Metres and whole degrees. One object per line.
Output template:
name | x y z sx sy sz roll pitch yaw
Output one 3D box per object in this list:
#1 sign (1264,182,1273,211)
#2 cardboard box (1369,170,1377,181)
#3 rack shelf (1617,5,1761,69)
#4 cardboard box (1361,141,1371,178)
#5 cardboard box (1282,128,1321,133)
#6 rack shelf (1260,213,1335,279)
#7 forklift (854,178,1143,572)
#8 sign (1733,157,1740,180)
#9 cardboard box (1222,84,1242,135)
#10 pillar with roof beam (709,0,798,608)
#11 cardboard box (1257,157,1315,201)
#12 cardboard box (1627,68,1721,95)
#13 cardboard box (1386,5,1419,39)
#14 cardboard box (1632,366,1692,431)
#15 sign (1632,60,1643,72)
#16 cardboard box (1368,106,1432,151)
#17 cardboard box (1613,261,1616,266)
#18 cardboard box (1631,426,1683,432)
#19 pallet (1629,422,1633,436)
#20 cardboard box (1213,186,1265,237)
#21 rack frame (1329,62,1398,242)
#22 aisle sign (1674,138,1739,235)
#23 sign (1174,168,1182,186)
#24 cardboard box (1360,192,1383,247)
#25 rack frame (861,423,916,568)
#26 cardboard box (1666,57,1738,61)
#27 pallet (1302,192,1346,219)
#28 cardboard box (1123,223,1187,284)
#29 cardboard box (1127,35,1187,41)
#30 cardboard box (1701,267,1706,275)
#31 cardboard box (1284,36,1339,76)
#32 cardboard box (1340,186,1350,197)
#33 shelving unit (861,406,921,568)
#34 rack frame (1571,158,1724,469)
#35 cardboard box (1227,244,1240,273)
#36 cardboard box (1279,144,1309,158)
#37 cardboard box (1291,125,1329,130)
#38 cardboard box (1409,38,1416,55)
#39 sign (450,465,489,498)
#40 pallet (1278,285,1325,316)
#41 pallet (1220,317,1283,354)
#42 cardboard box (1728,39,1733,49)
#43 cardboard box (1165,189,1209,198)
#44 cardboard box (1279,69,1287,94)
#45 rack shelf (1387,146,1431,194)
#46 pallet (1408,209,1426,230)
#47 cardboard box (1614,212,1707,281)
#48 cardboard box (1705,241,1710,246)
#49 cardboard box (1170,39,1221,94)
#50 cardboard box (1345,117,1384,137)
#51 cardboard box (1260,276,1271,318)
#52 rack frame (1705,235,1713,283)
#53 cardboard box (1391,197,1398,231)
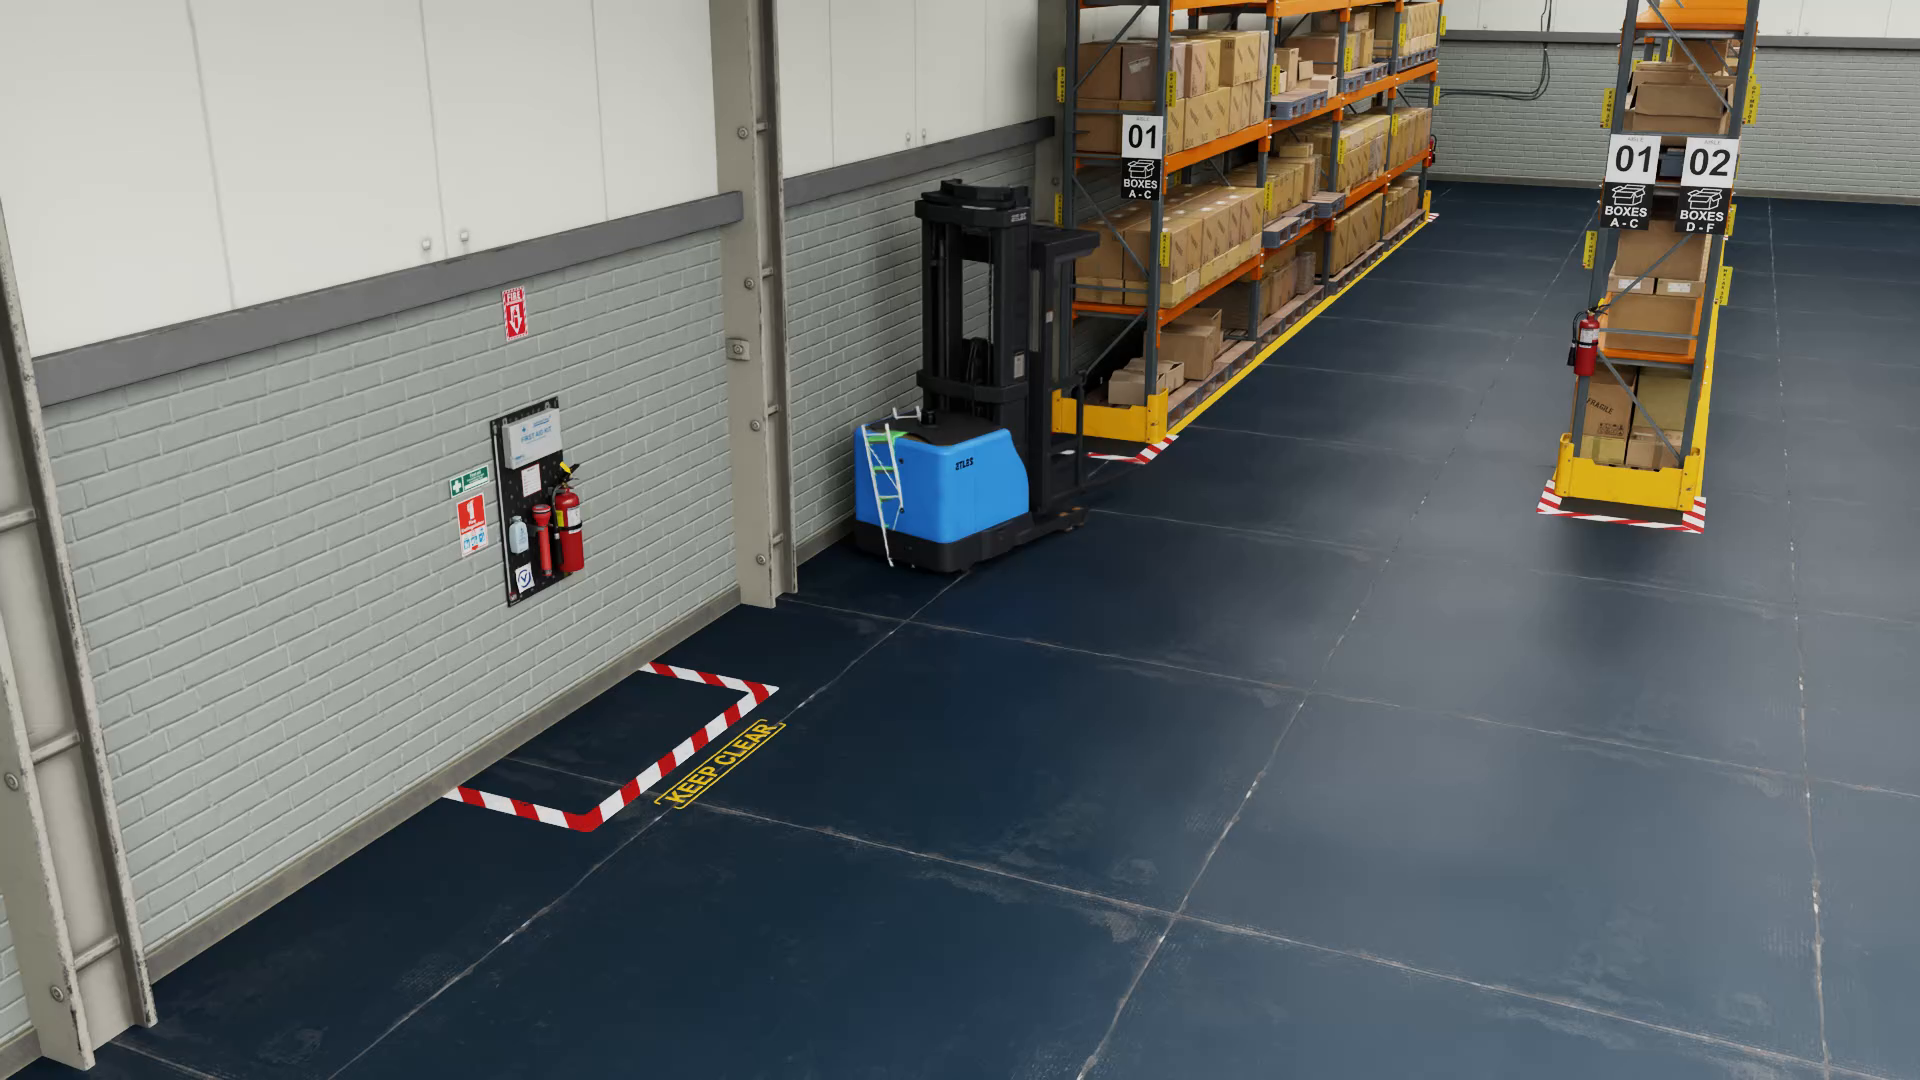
sign | 3.622 -4.039 19.557 0.100 0.325 0.005 9 21 23
cardboard box | 6.236 -5.655 25.739 0.380 0.149 0.250 9 21 23
rack shelf | 6.825 -4.712 15.460 1.077 0.370 4.000 9 21 23
cardboard box | 5.827 -5.706 24.915 0.500 0.500 0.500 9 22 24
cardboard box | 4.926 -5.808 24.081 0.500 0.250 0.500 8 21 21
rack shelf | 3.943 -3.975 21.744 1.077 0.370 4.000 9 21 23
forklift | 0.461 -1.546 13.941 1.130 2.935 3.031 16 25 37
sign | 9.790 -4.718 21.030 0.100 0.325 0.005 9 21 23
cardboard box | 2.731 -4.657 17.932 0.500 0.500 0.500 8 21 21
pillar with roof beam | 2.454 -3.215 9.578 9.100 9.000 0.400 9 21 23
cardboard box | 4.374 -4.861 22.354 0.700 0.500 0.500 6 21 18
cardboard box | 6.855 -4.264 16.016 0.797 0.503 0.637 11 22 29
cardboard box | 7.152 -8.427 27.040 0.500 0.500 0.500 8 21 22
cardboard box | 6.632 -1.344 15.629 0.500 0.500 0.500 9 21 23
sign | 7.145 -4.901 17.556 0.100 0.325 0.005 9 21 23
cardboard box | 7.838 -7.355 29.727 0.980 0.700 0.700 10 22 25
cardboard box | 6.200 -2.456 15.280 0.380 0.149 0.250 8 21 22
cardboard box | 6.630 -0.991 15.755 0.500 0.250 0.500 9 21 23
pallet | 6.782 -1.099 16.744 1.003 0.211 1.213 9 21 23
cardboard box | 3.212 -3.808 19.275 0.500 0.500 0.500 8 21 23
rack frame | 6.400 -6.149 26.781 1.000 3.000 0.127 9 21 23
aisle sign | 6.259 -2.964 13.948 0.394 0.787 0.004 9 21 23
sign | 2.616 -4.324 19.922 0.100 0.325 0.005 9 21 23
cardboard box | 6.252 -5.117 26.462 0.750 0.750 0.750 9 21 23
rack frame | -0.562 -0.340 13.163 0.240 1.200 0.015 0 20 30
cardboard box | 9.852 -6.161 22.189 0.910 0.500 0.500 9 21 23
pallet | 4.567 -4.603 22.721 1.213 0.211 1.003 9 21 23
cardboard box | 1.955 -2.877 16.657 0.500 0.500 0.500 9 21 23
cardboard box | 2.072 -5.058 17.566 0.500 0.500 0.500 9 21 23
cardboard box | 6.573 -2.402 15.129 0.380 0.149 0.250 9 21 23
cardboard box | 4.904 -6.747 23.181 0.700 0.500 0.500 7 21 18
cardboard box | 5.405 -5.031 23.984 0.380 0.149 0.250 9 22 24
shelving unit | -0.447 -0.424 13.362 0.258 1.200 0.503 0 20 30
rack frame | 6.006 -1.802 14.558 1.000 3.000 0.127 9 21 23
cardboard box | 2.803 -3.148 18.539 0.500 0.250 0.500 8 21 22
cardboard box | 4.529 -5.276 22.553 0.380 0.149 0.250 5 20 14
cardboard box | 5.139 -5.964 24.521 0.500 0.250 0.500 8 21 21
cardboard box | 7.145 -8.065 27.141 0.500 0.250 0.500 8 21 22
sign | -2.831 -0.340 9.605 0.001 0.109 0.331 9 21 23
pallet | 4.440 -3.373 23.139 1.003 0.211 1.213 9 21 23
pallet | 3.441 -2.627 21.042 1.003 0.211 1.213 9 21 23
cardboard box | 11.085 -7.555 24.619 0.700 0.500 0.500 9 21 23
cardboard box | 2.525 -3.722 19.034 0.500 0.500 0.500 8 21 22
cardboard box | 3.673 -5.617 20.315 0.500 0.311 0.500 9 22 24
rack shelf | 7.219 -6.421 28.621 1.077 0.370 4.000 9 21 23
pallet | 7.781 -5.802 29.969 1.003 0.211 1.213 9 21 23
cardboard box | 6.231 -2.617 14.766 0.700 0.500 0.500 9 21 23
cardboard box | 7.207 -2.877 16.464 0.380 0.149 0.250 9 22 24
cardboard box | 2.316 -4.810 16.870 0.500 0.500 0.500 9 22 24
cardboard box | 6.223 -6.366 25.650 0.500 0.250 0.500 9 21 24
cardboard box | 3.576 -3.125 21.352 0.700 0.500 0.500 8 21 22
rack frame | 7.644 -3.024 17.997 1.000 3.000 0.127 9 21 23
cardboard box | 7.008 -5.536 28.164 0.700 0.500 0.500 8 21 22
